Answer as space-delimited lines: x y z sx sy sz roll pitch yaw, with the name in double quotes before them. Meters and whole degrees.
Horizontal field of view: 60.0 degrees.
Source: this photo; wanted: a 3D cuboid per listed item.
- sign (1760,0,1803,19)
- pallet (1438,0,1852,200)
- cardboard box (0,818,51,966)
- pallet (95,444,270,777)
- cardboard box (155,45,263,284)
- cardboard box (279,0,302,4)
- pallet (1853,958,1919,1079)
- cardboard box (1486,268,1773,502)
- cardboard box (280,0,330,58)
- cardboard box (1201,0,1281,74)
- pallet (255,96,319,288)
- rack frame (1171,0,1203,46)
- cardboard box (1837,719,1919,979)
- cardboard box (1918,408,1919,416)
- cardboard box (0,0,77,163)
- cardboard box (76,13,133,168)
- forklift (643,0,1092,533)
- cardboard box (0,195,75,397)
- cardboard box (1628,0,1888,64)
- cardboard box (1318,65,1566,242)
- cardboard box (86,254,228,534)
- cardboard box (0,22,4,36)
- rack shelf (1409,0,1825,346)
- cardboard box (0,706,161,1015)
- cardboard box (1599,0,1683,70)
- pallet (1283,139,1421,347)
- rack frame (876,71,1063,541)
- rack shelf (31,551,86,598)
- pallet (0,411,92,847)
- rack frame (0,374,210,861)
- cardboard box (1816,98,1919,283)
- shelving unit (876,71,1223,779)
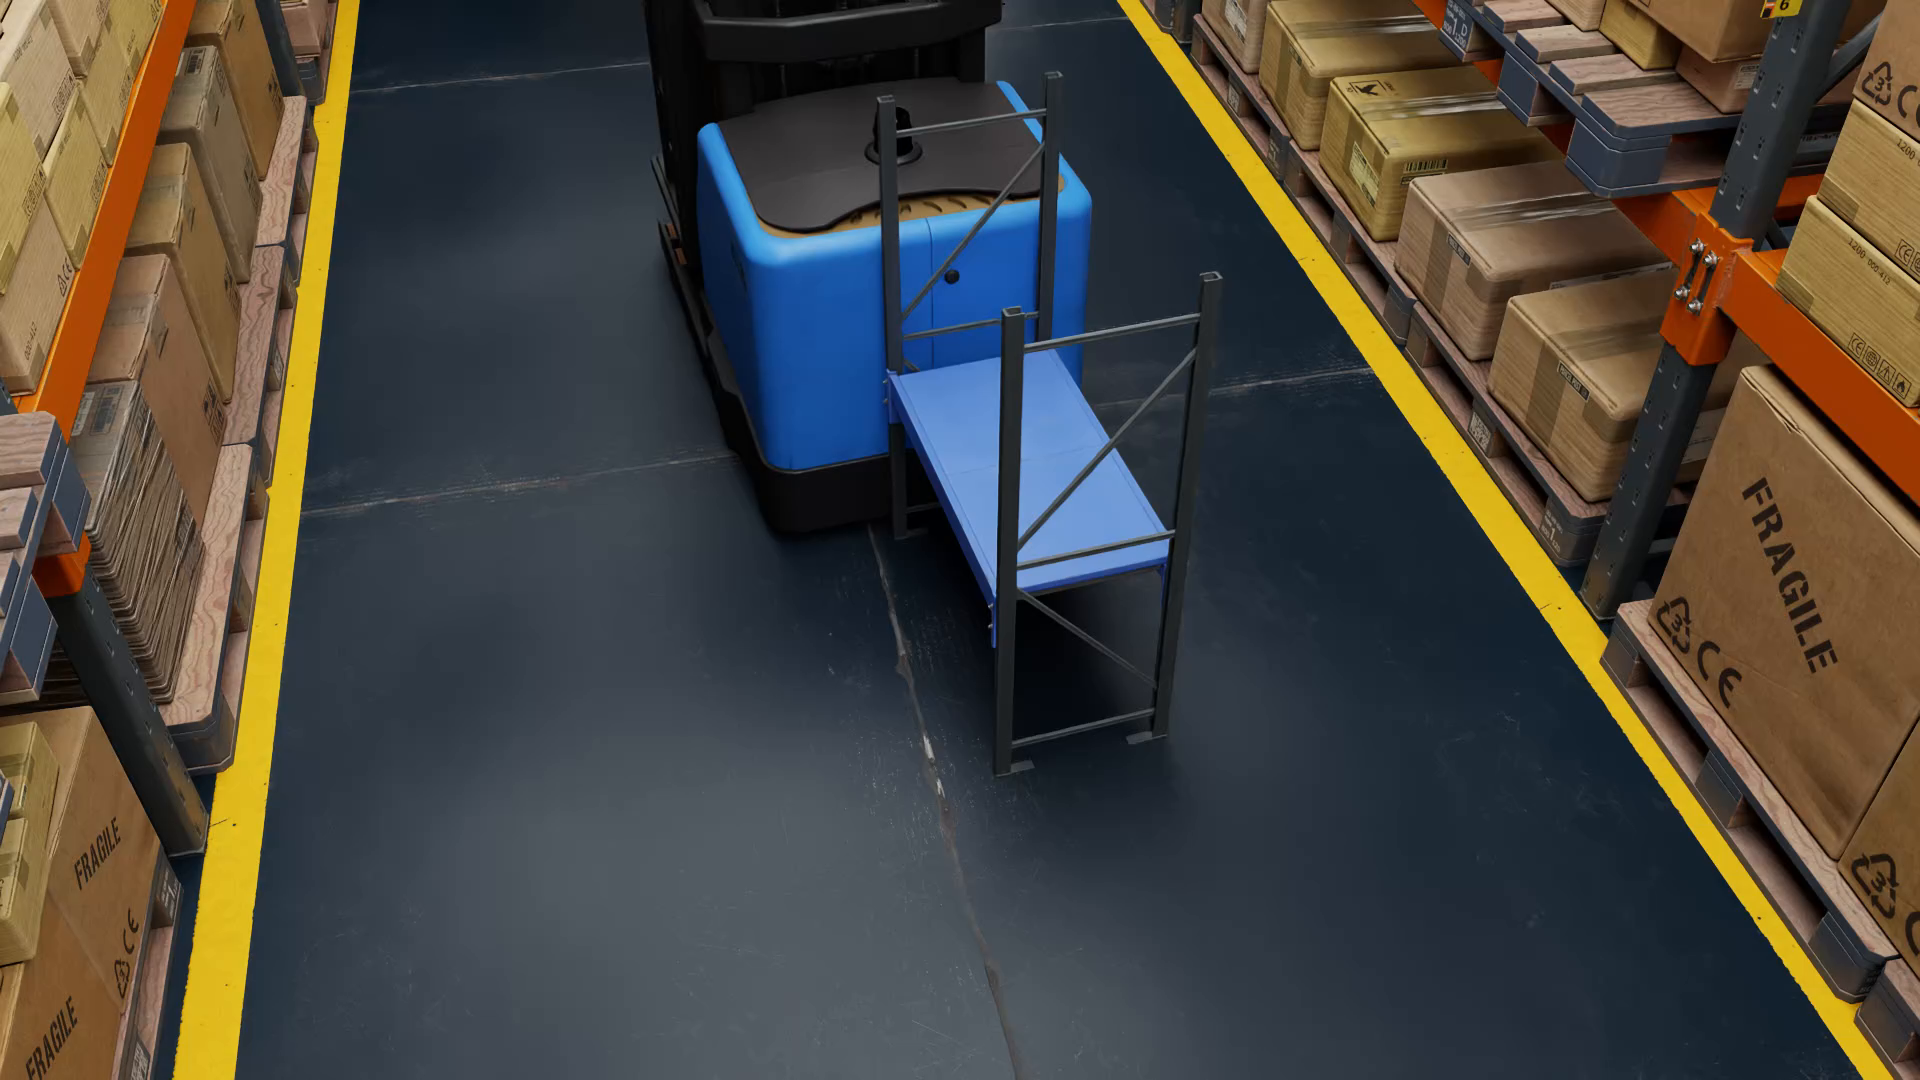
"sign" 1.852 -1.304 3.647 0.100 0.325 0.005 -8 42 -9
"pallet" 2.122 -1.360 4.667 1.213 0.211 1.003 -8 42 -9
"cardboard box" -2.023 0.721 3.257 0.380 0.149 0.250 -10 43 -12
"pallet" -2.606 0.233 4.829 1.003 0.211 1.213 -8 42 -9
"cardboard box" -3.046 -1.292 5.918 0.875 0.625 0.625 -9 42 -10
"cardboard box" -3.132 -2.537 7.227 0.500 0.250 0.500 -9 42 -9
"pallet" 2.736 1.369 3.548 1.003 0.211 1.213 -8 42 -9
"cardboard box" 2.268 -0.527 5.247 0.950 0.372 0.625 -11 43 -12
"cardboard box" -3.110 -2.353 7.397 0.500 0.250 0.500 -8 42 -9
"cardboard box" 1.632 -2.412 7.371 0.950 0.372 0.625 -8 42 -9
"pallet" -3.132 -1.349 6.611 1.003 0.211 1.213 -8 42 -9
"rack frame" 1.517 -3.577 7.021 1.000 3.000 0.127 -8 42 -9
"cardboard box" 2.636 0.691 3.496 0.875 0.875 0.875 -8 42 -9
"cardboard box" 2.368 -0.245 3.379 0.500 0.250 0.500 -9 42 -11
"cardboard box" -2.430 -1.049 3.909 0.500 0.250 0.500 -7 42 -8
"cardboard box" -2.545 -1.197 4.452 0.500 0.250 0.500 -10 42 -11
"forklift" -0.528 -2.110 5.419 1.130 2.935 3.031 -12 43 -13
"cardboard box" -2.323 -0.537 3.709 0.500 0.250 0.500 -8 42 -9
"cardboard box" 2.010 -1.545 4.115 0.500 0.500 0.500 -9 42 -11
"cardboard box" 1.942 -1.496 6.339 0.950 0.372 0.625 -7 42 -8
"cardboard box" -2.736 -0.369 4.878 0.875 0.625 0.625 -7 42 -8
"cardboard box" -2.386 -1.135 3.706 0.380 0.149 0.250 -7 42 -8
"rack shelf" 1.948 -2.012 5.799 1.077 0.370 4.000 -8 42 -9
"cardboard box" -2.165 0.750 3.712 0.500 0.500 0.500 -7 42 -8
"cardboard box" 1.951 -1.390 4.429 0.380 0.149 0.250 -8 42 -9
"pallet" 1.953 -1.238 6.485 1.003 0.211 1.213 -8 42 -9
"rack frame" 0.028 -0.615 4.814 0.500 1.500 0.032 -12 43 -13
"rack shelf" -2.034 1.295 2.074 1.077 0.370 4.000 -8 42 -9
"pallet" -2.251 0.230 2.876 1.213 0.211 1.003 -8 42 -9
"rack frame" -2.466 -0.271 3.296 1.000 3.000 0.127 -8 42 -9
"cardboard box" 2.248 -0.752 3.574 0.500 0.250 0.500 -9 42 -10
"shelving unit" 0.180 -0.293 4.451 0.538 1.500 1.048 -12 43 -13
